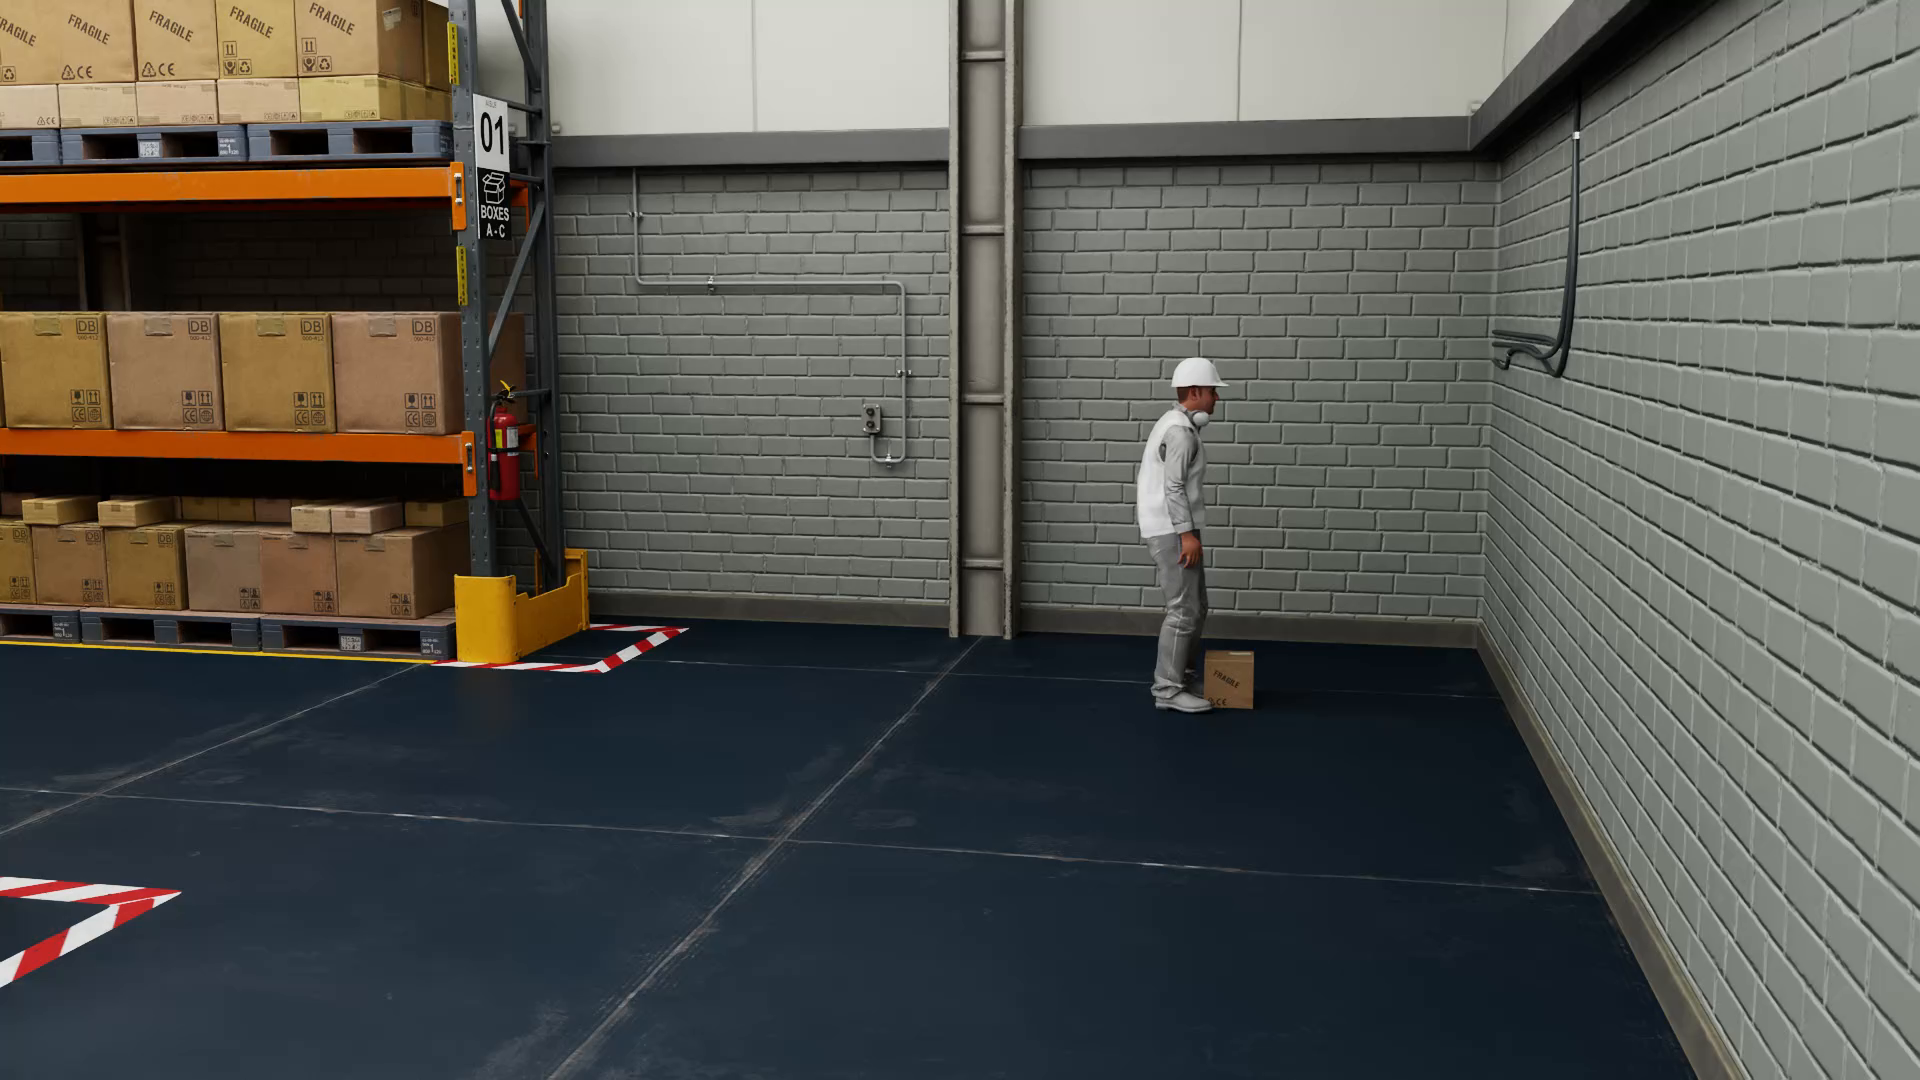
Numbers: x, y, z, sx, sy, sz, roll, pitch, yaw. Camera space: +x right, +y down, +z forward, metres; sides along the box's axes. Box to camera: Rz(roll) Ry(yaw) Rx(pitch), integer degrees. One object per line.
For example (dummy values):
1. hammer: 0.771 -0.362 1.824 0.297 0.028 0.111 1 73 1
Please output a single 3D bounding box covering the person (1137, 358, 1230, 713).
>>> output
1. person: 1.139 -0.043 8.521 0.465 1.772 0.590 1 8 9
